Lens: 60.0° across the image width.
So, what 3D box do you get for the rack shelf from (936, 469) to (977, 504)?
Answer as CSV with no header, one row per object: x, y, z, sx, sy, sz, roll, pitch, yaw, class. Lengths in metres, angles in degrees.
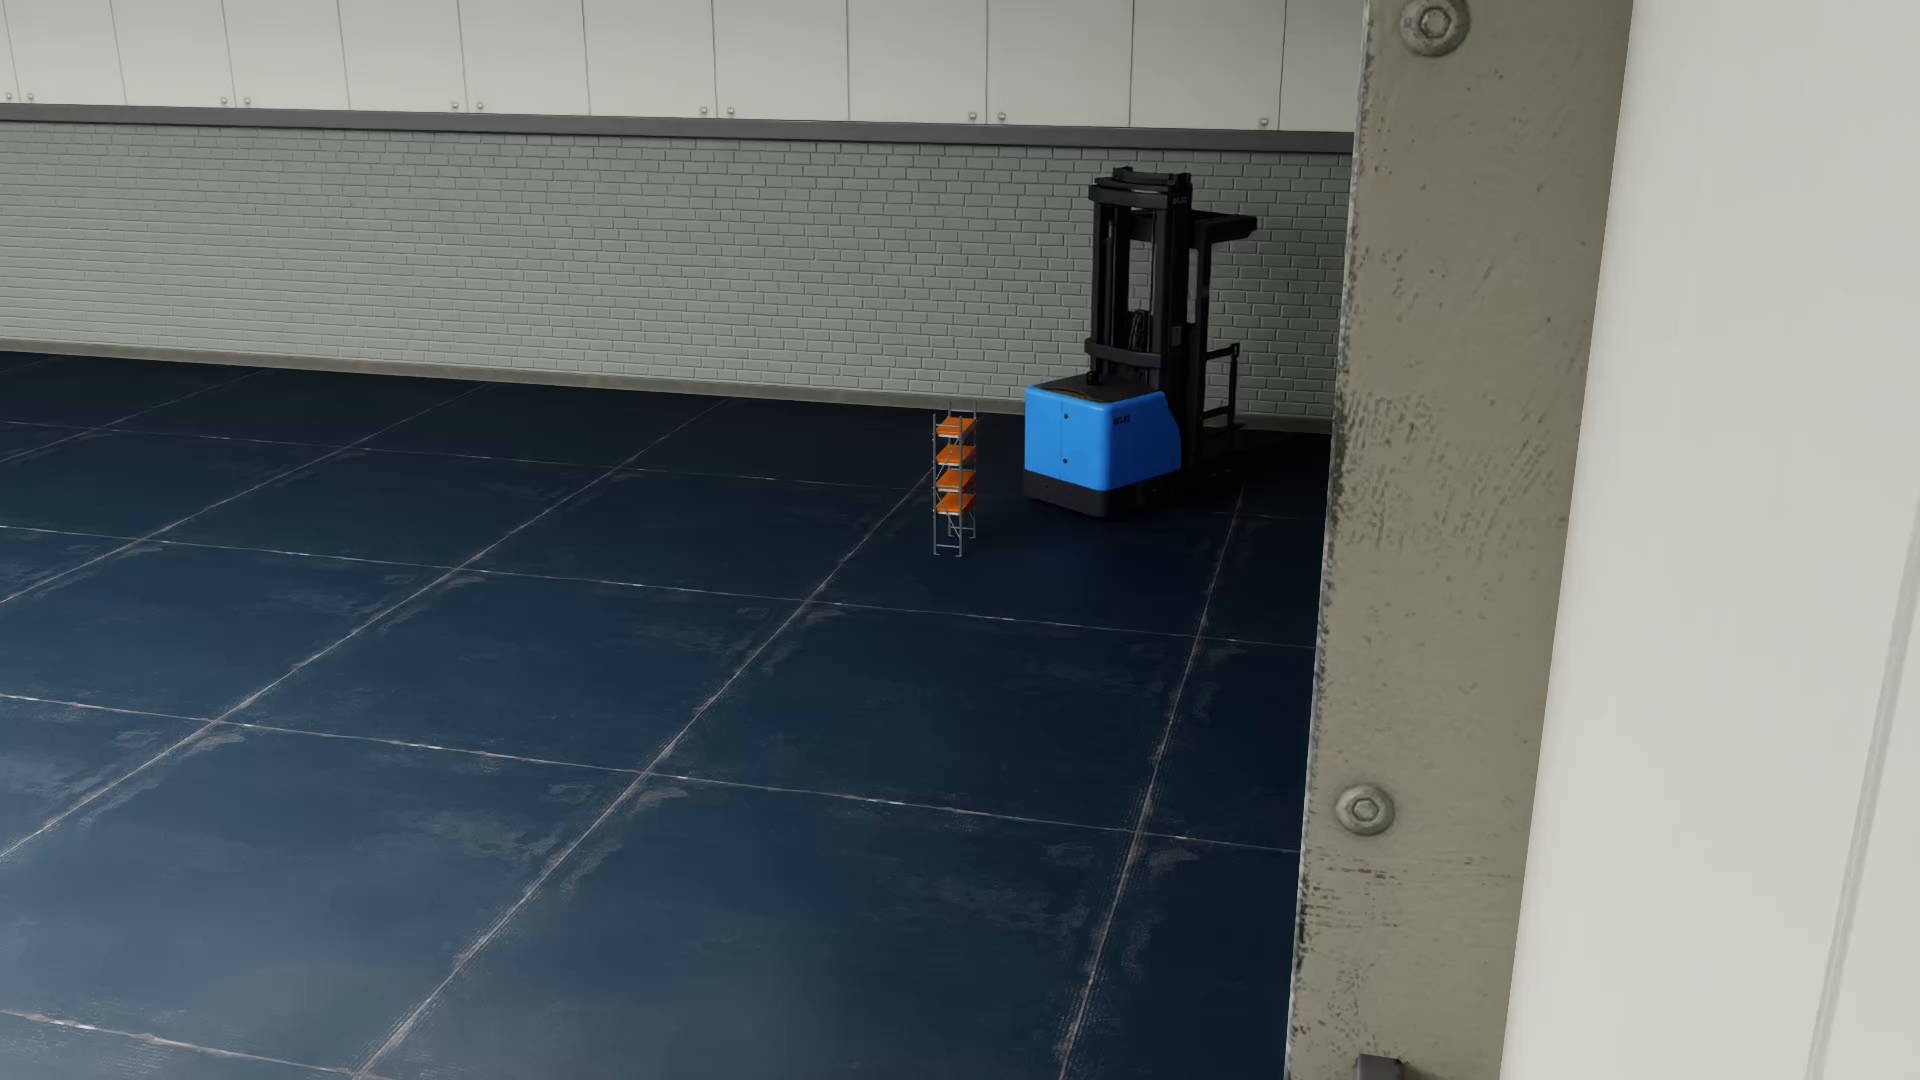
-0.040,-0.452,13.863,0.258,0.148,0.480,5,19,13,rack shelf

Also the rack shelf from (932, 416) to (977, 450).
-0.040,-0.888,13.715,0.258,0.148,0.480,5,19,13,rack shelf

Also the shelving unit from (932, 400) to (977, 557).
-0.040,-0.516,13.842,0.258,1.200,0.503,5,19,13,shelving unit

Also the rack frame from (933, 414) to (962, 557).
-0.100,-0.439,13.618,0.240,1.200,0.015,5,19,13,rack frame

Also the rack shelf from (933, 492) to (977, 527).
-0.040,-0.264,13.928,0.258,0.148,0.480,5,19,13,rack shelf

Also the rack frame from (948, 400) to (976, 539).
0.019,-0.592,14.066,0.240,1.200,0.015,5,19,13,rack frame

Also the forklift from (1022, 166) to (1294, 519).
1.992,-1.959,15.388,3.031,2.935,1.130,-17,25,-40,forklift

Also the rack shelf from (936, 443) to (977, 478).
-0.040,-0.664,13.791,0.258,0.148,0.480,5,19,13,rack shelf
